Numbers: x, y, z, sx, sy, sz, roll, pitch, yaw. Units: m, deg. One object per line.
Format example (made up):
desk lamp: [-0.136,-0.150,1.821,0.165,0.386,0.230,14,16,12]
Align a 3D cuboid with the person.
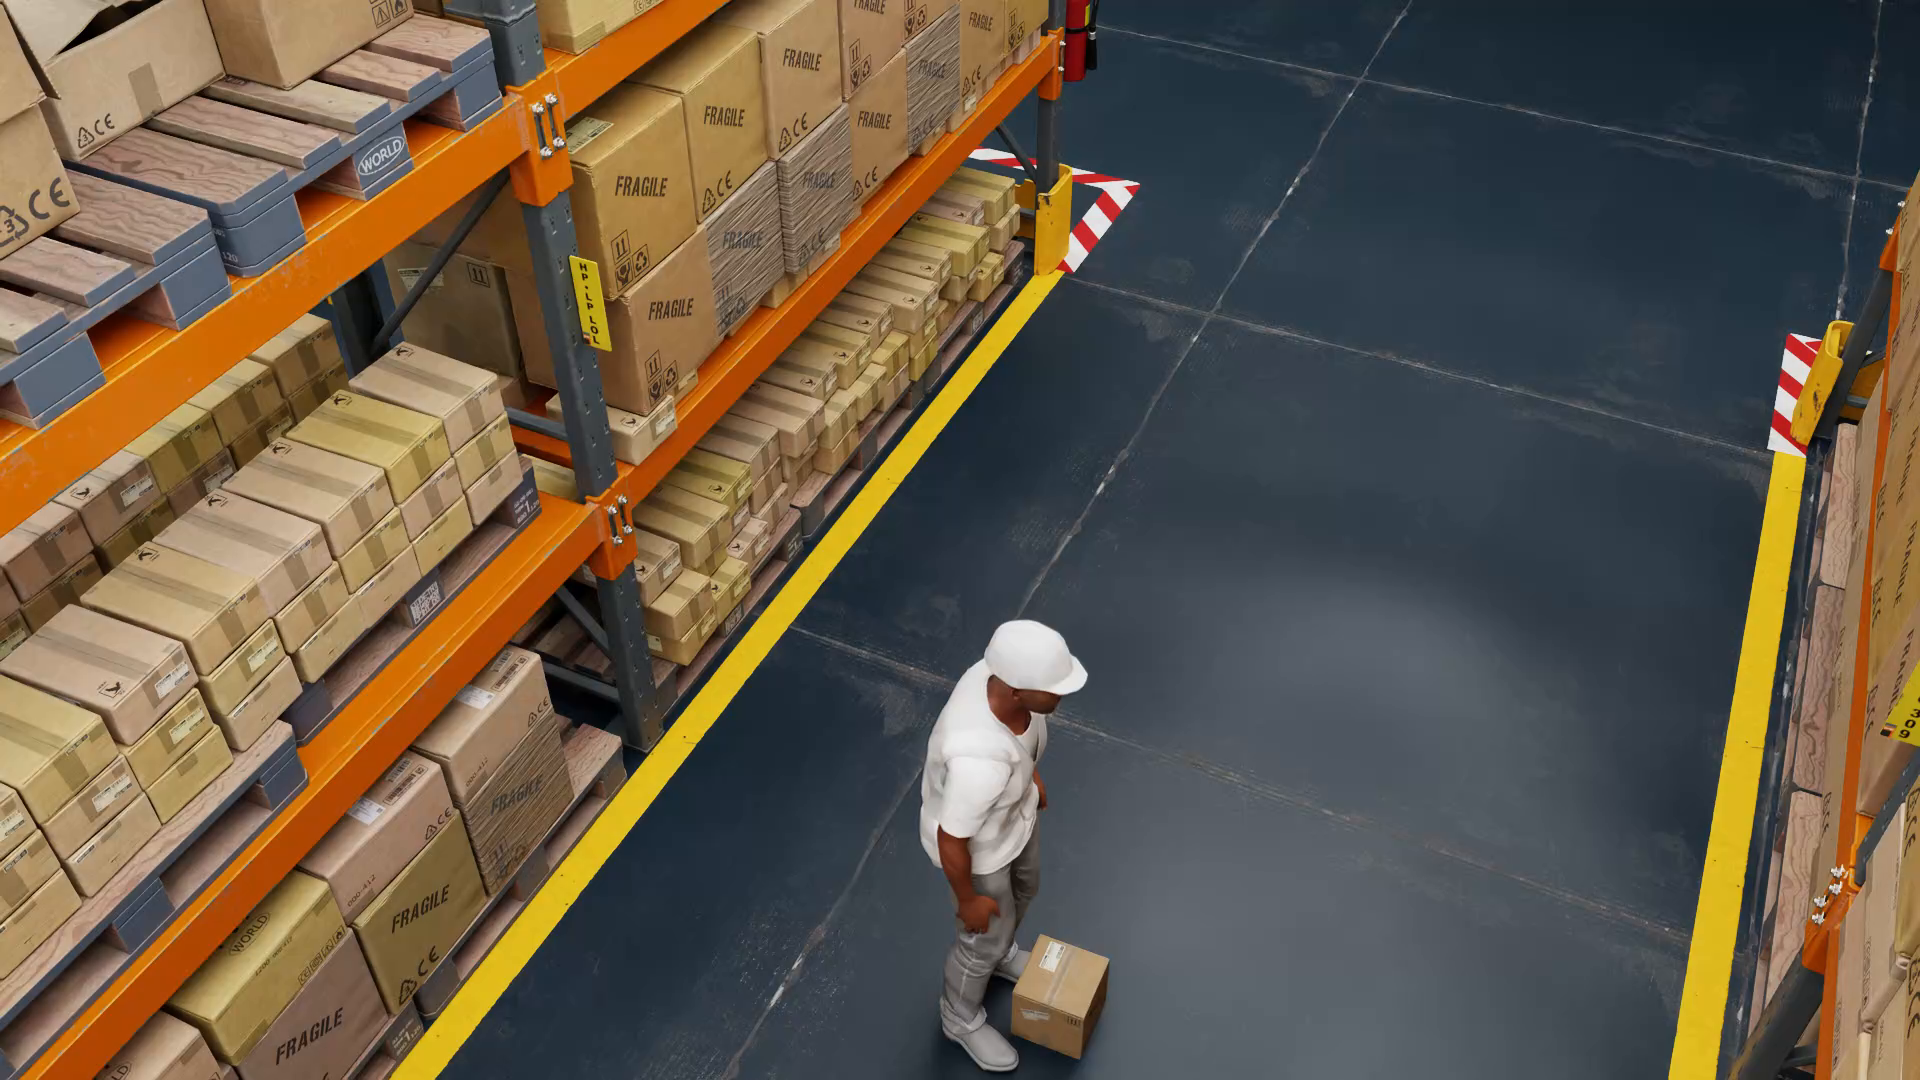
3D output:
person: [0.124,0.902,5.136,0.458,1.759,0.630,15,44,16]
